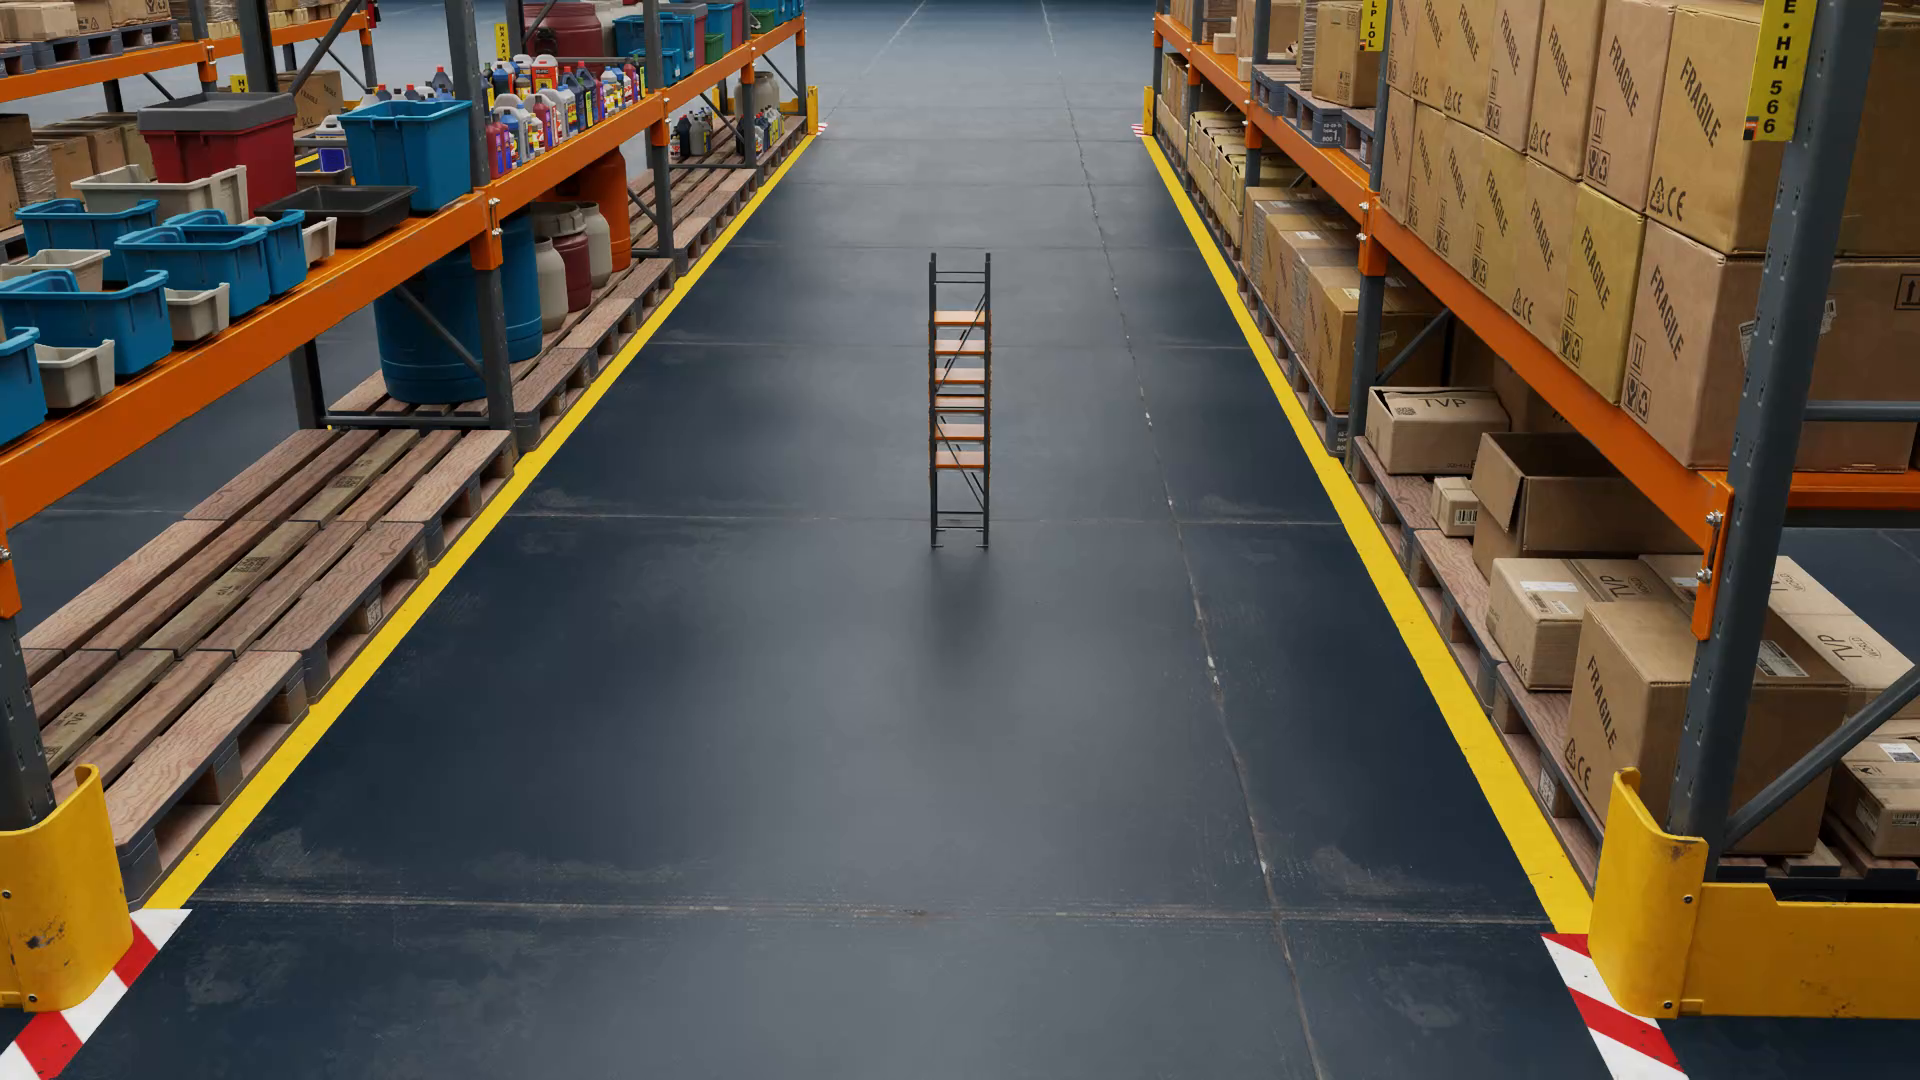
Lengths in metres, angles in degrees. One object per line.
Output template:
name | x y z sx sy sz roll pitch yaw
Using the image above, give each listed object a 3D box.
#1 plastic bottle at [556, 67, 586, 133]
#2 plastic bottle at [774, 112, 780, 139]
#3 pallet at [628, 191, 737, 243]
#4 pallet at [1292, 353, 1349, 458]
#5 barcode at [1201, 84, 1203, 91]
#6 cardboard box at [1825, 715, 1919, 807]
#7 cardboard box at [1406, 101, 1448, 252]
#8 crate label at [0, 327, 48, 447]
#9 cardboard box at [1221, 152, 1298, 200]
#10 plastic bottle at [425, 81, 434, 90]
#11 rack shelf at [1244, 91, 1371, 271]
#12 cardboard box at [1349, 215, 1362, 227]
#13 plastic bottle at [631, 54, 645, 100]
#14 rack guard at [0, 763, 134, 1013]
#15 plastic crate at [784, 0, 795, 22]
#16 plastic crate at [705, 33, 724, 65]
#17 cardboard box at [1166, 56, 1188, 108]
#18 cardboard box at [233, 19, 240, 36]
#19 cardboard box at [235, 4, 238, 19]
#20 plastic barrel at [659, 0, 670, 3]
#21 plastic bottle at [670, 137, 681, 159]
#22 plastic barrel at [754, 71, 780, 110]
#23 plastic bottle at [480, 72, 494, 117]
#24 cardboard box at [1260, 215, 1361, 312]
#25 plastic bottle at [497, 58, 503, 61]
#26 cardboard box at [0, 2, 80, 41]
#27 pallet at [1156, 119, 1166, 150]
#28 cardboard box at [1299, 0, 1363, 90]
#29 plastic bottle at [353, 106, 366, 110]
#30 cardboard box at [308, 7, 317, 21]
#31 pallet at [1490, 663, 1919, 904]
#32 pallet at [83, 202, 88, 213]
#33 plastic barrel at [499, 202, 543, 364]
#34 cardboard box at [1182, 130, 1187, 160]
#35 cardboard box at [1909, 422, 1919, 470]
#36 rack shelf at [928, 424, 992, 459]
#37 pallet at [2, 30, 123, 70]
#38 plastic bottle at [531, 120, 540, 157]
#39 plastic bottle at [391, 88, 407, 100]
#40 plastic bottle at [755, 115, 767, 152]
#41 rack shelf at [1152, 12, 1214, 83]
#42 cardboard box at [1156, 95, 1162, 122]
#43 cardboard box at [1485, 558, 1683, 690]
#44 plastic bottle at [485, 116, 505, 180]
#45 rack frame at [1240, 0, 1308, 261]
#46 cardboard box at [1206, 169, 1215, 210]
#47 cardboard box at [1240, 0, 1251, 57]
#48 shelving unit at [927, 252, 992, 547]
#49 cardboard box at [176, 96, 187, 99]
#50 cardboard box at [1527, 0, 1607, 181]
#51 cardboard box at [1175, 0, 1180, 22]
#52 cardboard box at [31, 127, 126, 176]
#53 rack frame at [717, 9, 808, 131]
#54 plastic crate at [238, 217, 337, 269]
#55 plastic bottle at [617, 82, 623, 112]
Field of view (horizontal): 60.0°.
plastic bottle | -2.183 -2.455 9.279 0.144 0.351 0.185 1 21 2
plastic bottle | -1.920 -4.233 16.948 0.152 0.276 0.135 0 21 0
pallet | -2.404 -2.634 13.526 1.003 0.211 1.213 1 21 2
pallet | 2.310 -0.707 8.559 1.003 0.211 1.213 1 21 2
barcode | 2.142 -4.005 14.724 0.001 0.075 0.075 1 21 2
cardboard box | 2.565 0.611 4.615 0.380 0.166 0.250 1 21 2
cardboard box | 2.023 -1.393 6.334 0.500 0.500 0.500 1 21 3
crate label | -2.413 -0.358 3.953 0.416 0.233 0.303 1 21 2
cardboard box | 2.224 -2.714 12.323 0.500 0.311 0.500 0 21 1
plastic bottle | -2.940 -2.391 9.206 0.061 0.283 0.133 1 21 2
rack shelf | 2.384 -2.100 9.290 1.077 0.370 4.000 1 21 2
cardboard box | 2.635 -1.671 10.036 0.500 0.500 0.500 0 21 0
plastic bottle | -2.092 -3.009 10.799 0.061 0.283 0.133 1 21 2
rack guard | -2.737 0.852 4.142 1.175 0.500 0.348 1 21 2
plastic crate | -2.005 -5.619 17.569 0.499 0.251 0.408 1 21 2
plastic crate | -2.156 -3.929 13.302 0.450 0.188 0.662 1 21 2
cardboard box | 2.434 -4.762 17.338 0.500 0.500 0.500 1 21 2
cardboard box | -7.028 -4.854 15.739 0.380 0.149 0.250 1 21 2
cardboard box | -7.209 -5.243 15.846 0.875 0.500 0.500 1 21 2
plastic barrel | -2.633 -4.381 13.985 0.433 0.535 0.433 0 21 0
plastic bottle | -2.685 -3.696 15.668 0.097 0.201 0.097 0 21 0
plastic barrel | -2.207 -4.904 18.381 0.421 0.512 0.421 0 21 0
plastic bottle | -2.737 -2.527 9.462 0.144 0.351 0.185 1 21 2
cardboard box | 2.115 -1.667 10.025 0.500 0.500 0.500 0 21 1
plastic bottle | -2.898 -2.889 10.489 0.061 0.283 0.133 1 21 2
cardboard box | -7.176 -3.999 12.814 0.500 0.250 0.500 0 21 0
pallet | 2.707 -4.474 18.269 1.003 0.211 1.213 1 21 2
cardboard box | 2.319 -2.844 9.492 0.700 0.500 0.500 5 22 12
plastic bottle | -2.928 -1.989 8.179 0.152 0.276 0.135 1 21 2
cardboard box | -7.052 -5.578 17.605 0.380 0.149 0.250 1 21 2
pallet | 2.227 0.718 4.887 1.003 0.211 1.213 1 21 2
pallet | -7.392 -2.692 13.674 1.003 0.211 1.213 1 21 2
plastic barrel | -2.573 -1.438 8.910 0.600 0.901 0.708 1 21 2
cardboard box | 2.362 -3.689 15.611 0.500 0.250 0.500 1 21 2
cardboard box | 2.478 -0.470 3.957 0.500 0.500 0.500 1 21 3
rack shelf | 0.000 -0.411 6.885 0.258 0.103 0.180 1 21 2
pallet | -7.438 -3.896 13.188 1.003 0.211 1.213 1 21 2
plastic bottle | -2.188 -2.048 8.435 0.097 0.201 0.097 0 21 0
plastic bottle | -2.783 -2.080 8.311 0.144 0.351 0.185 1 21 2
plastic bottle | -1.945 -3.918 16.035 0.144 0.351 0.185 1 21 3
rack shelf | 2.627 -4.993 16.745 1.077 0.370 4.000 1 21 2
cardboard box | 2.449 -4.774 18.406 0.500 0.250 0.500 1 21 2
cardboard box | 2.030 0.268 5.384 0.500 0.250 0.500 1 21 2
plastic bottle | -2.190 -1.842 7.791 0.061 0.283 0.133 1 21 2
rack frame | 2.445 -3.159 11.023 1.000 3.000 0.127 1 21 2
cardboard box | 2.260 -2.820 13.370 0.500 0.250 0.500 1 21 3
cardboard box | 2.495 -4.003 13.060 0.500 0.500 0.500 1 21 2
shelving unit | 0.000 -0.565 6.825 0.258 1.200 0.189 1 21 2
cardboard box | -7.273 -4.097 16.317 0.500 0.500 0.500 8 22 19
cardboard box | 1.966 -1.313 4.746 0.500 0.500 0.500 1 21 3
cardboard box | 2.650 -5.739 17.536 0.700 0.500 0.500 1 21 3
cardboard box | -7.425 -3.159 13.871 0.700 0.500 0.500 -1 21 -3
rack frame | -2.263 -6.107 18.622 1.000 3.000 0.127 1 21 2
plastic crate | -2.381 -1.041 5.846 0.293 0.136 0.466 1 21 2
plastic bottle | -2.130 -2.741 10.220 0.097 0.201 0.097 0 21 0
